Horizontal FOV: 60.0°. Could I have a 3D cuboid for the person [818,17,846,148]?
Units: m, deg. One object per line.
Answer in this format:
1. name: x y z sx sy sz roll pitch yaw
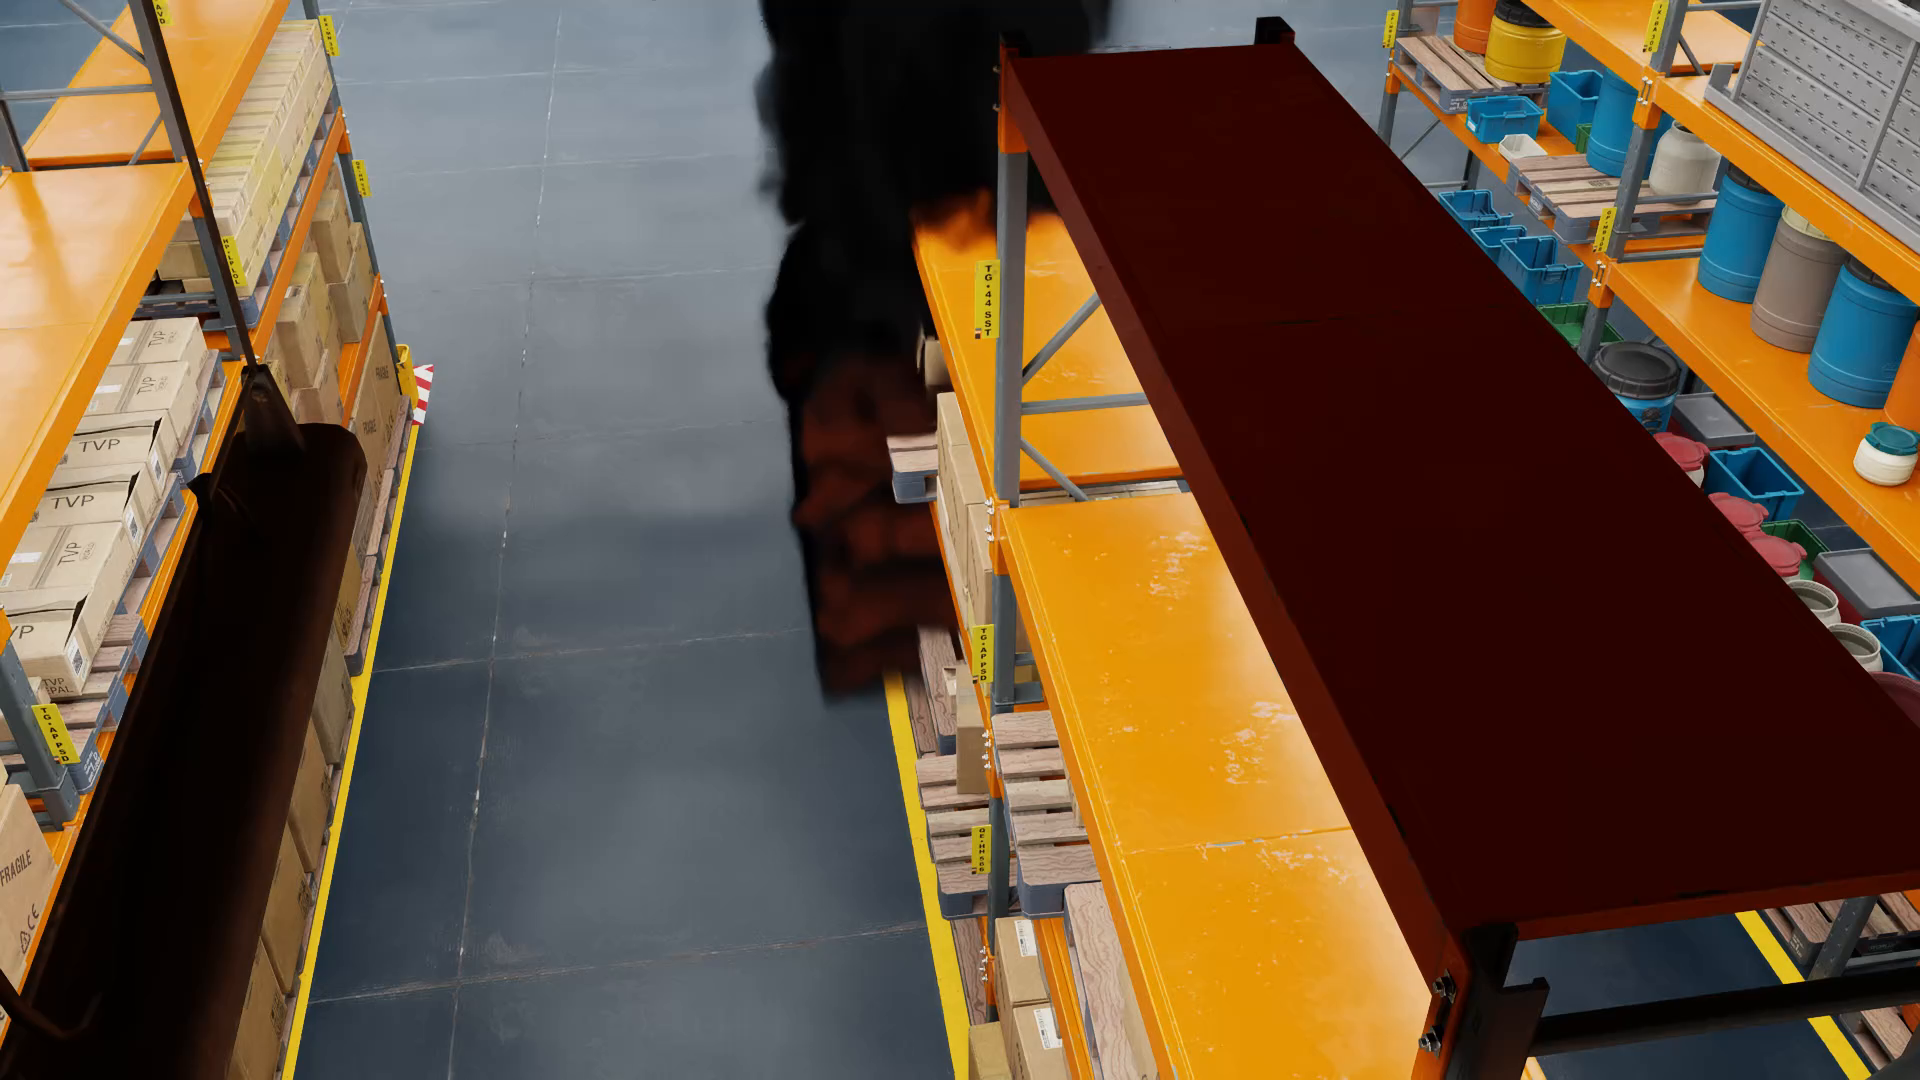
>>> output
1. person: -1.356 -5.302 19.362 0.713 1.583 0.546 8 37 11
